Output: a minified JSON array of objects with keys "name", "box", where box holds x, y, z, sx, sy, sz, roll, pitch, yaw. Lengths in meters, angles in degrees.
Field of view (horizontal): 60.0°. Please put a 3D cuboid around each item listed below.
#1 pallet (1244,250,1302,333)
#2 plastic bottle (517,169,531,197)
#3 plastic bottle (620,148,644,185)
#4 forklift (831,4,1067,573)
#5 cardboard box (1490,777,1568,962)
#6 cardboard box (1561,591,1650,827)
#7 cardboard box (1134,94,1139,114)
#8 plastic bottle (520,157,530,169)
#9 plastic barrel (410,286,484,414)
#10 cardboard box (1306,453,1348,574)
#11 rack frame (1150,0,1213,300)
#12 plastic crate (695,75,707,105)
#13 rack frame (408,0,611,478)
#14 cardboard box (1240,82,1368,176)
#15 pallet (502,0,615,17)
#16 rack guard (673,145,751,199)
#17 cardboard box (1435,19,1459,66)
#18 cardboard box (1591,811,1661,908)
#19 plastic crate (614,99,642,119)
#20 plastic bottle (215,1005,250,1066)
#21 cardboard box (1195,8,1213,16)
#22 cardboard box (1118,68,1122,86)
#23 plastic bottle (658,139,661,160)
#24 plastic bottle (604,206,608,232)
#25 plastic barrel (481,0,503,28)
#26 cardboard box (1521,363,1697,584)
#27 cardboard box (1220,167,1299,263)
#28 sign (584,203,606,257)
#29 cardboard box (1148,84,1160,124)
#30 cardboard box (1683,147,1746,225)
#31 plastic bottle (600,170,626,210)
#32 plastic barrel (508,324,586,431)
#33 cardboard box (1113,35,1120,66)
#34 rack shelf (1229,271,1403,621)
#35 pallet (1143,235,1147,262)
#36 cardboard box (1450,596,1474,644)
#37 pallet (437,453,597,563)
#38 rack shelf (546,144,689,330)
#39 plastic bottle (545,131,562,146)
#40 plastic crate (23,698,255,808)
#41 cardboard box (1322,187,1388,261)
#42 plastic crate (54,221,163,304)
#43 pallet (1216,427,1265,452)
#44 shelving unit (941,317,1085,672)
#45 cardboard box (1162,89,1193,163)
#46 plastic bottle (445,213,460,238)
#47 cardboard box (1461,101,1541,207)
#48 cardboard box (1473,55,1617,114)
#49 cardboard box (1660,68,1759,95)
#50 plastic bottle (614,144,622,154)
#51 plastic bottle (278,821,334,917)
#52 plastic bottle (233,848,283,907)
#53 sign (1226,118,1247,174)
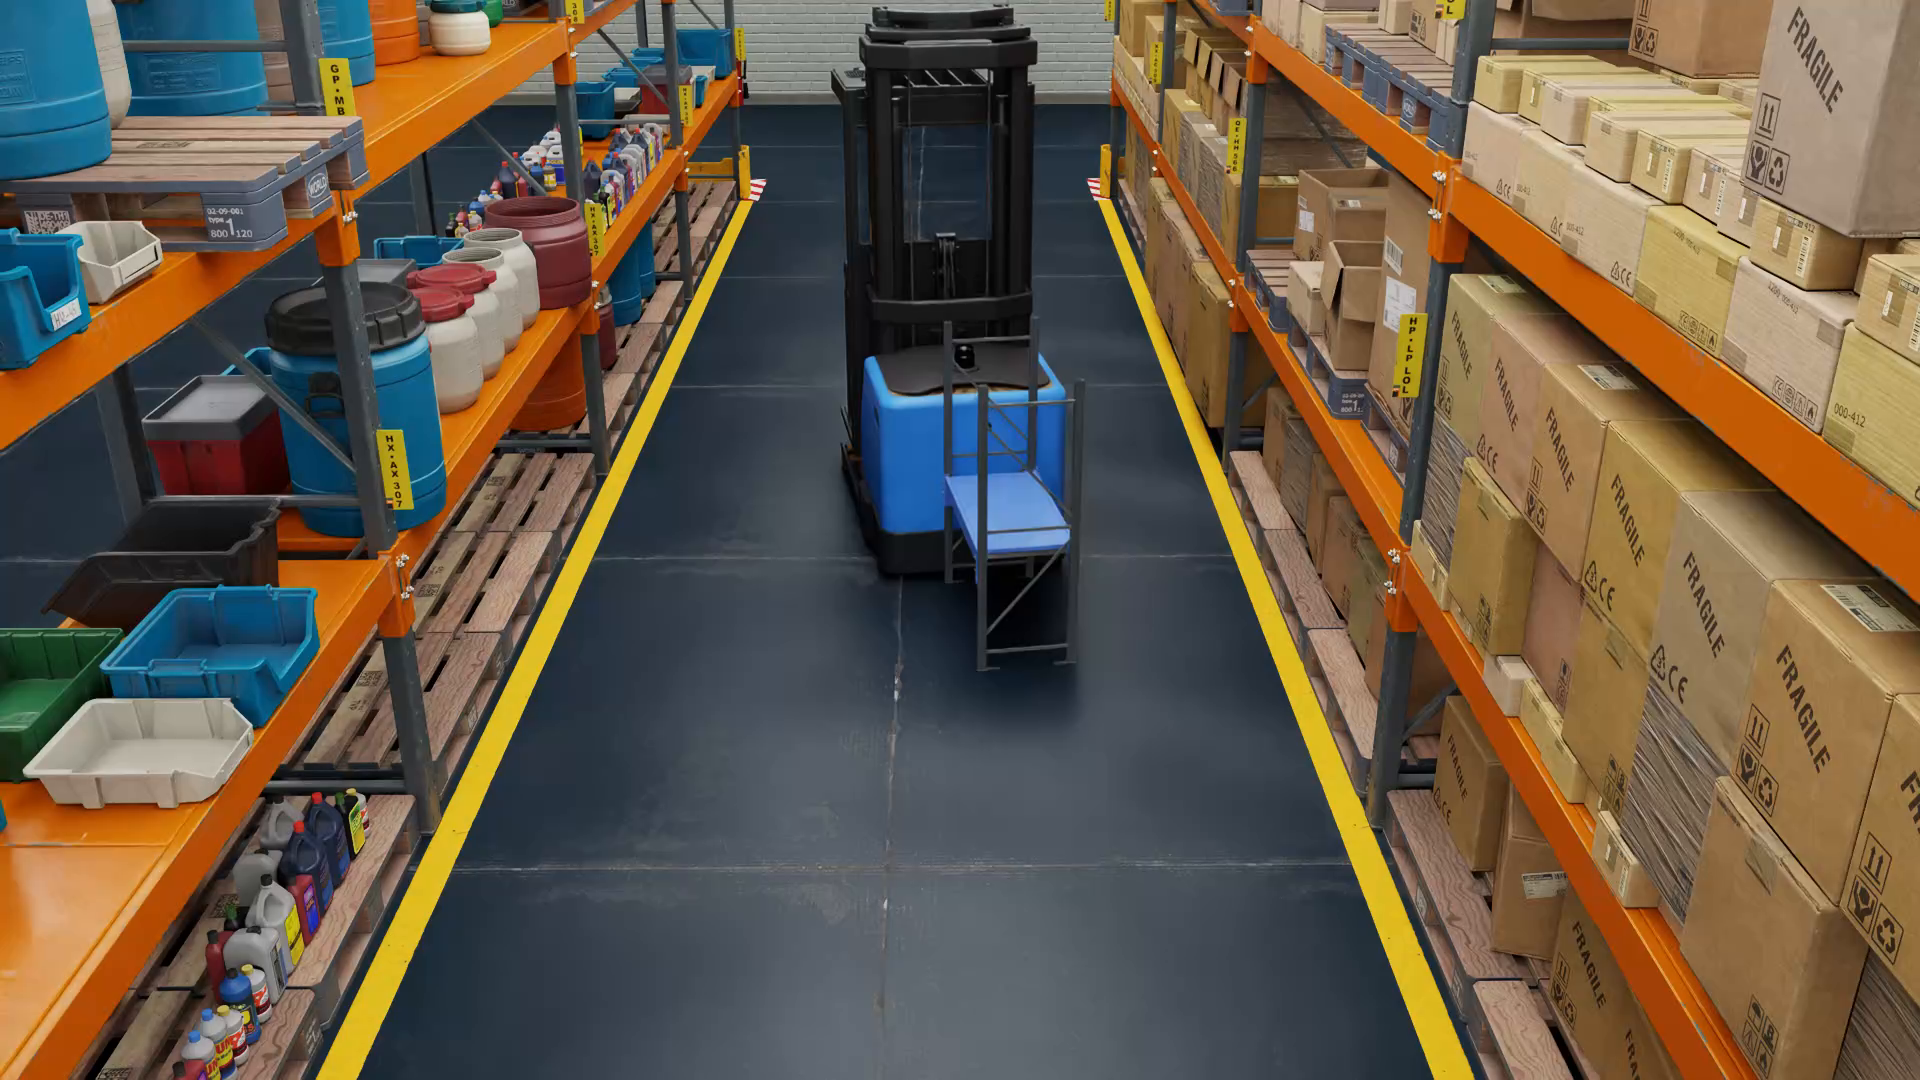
[{"name":"pallet","box":[2.310,-1.434,9.513,1.213,0.211,1.003,0,24,-1]},{"name":"plastic bottle","box":[-3.058,-2.451,11.672,0.061,0.283,0.133,0,24,-1]},{"name":"plastic bottle","box":[-2.462,-2.809,12.471,0.152,0.276,0.135,0,24,-1]},{"name":"forklift","box":[-0.162,-1.729,10.017,1.130,2.935,3.031,-4,25,-9]},{"name":"cardboard box","box":[2.218,1.183,6.019,0.500,0.500,0.500,8,25,16]},{"name":"cardboard box","box":[2.223,0.457,4.618,0.875,0.500,0.500,0,24,-1]},{"name":"cardboard box","box":[1.807,-4.002,15.263,0.380,0.149,0.250,-1,24,-1]},{"name":"plastic bottle","box":[-3.190,-2.664,12.157,0.097,0.271,0.097,0,24,0]},{"name":"plastic barrel","box":[-2.512,-0.903,7.942,0.433,0.535,0.433,0,24,0]},{"name":"cardboard box","box":[2.255,-0.138,8.914,0.700,0.500,0.500,2,24,4]},{"name":"rack frame","box":[2.152,-3.462,13.766,1.000,3.000,0.127,0,24,-1]},{"name":"plastic crate","box":[-2.565,-4.194,15.514,0.416,0.233,0.300,0,24,-1]},{"name":"rack frame","box":[-2.757,-1.792,10.072,1.000,3.000,0.127,0,24,-1]},{"name":"cardboard box","box":[2.204,-2.618,10.560,0.797,0.503,0.637,1,24,1]},{"name":"pallet","box":[-2.667,-3.388,10.191,1.003,0.211,1.213,0,24,-1]},{"name":"rack guard","box":[-2.857,-3.959,17.898,1.175,0.500,0.348,0,24,-1]},{"name":"cardboard box","box":[2.129,-2.050,6.655,0.396,0.266,0.258,1,24,1]},{"name":"cardboard box","box":[1.952,0.863,4.508,0.380,0.149,0.250,0,24,-1]},{"name":"plastic crate","box":[-3.081,-3.802,14.778,0.437,0.125,0.590,0,24,-1]},{"name":"plastic bottle","box":[-2.384,1.607,5.418,0.097,0.201,0.097,0,24,0]},{"name":"cardboard box","box":[2.395,-4.487,14.942,0.500,0.500,0.500,-1,24,-2]},{"name":"cardboard box","box":[1.790,-4.637,16.668,0.380,0.149,0.250,-1,24,-2]},{"name":"plastic bottle","box":[-2.444,-3.141,13.296,0.097,0.201,0.097,0,24,0]},{"name":"plastic bottle","box":[-2.419,-2.175,11.160,0.097,0.201,0.097,0,24,0]},{"name":"plastic barrel","box":[-2.703,-2.986,9.262,0.294,0.245,0.294,0,24,0]},{"name":"cardboard box","box":[2.002,-0.204,4.865,0.500,0.500,0.500,0,24,-1]},{"name":"cardboard box","box":[1.943,-2.062,10.548,0.500,0.500,0.500,0,24,1]},{"name":"sign","box":[-2.207,-1.872,10.050,0.100,0.325,0.005,0,24,-1]},{"name":"cardboard box","box":[1.885,-3.710,14.135,0.500,0.250,0.500,-1,24,-2]},{"name":"cardboard box","box":[2.024,-0.868,4.086,0.380,0.149,0.250,0,24,1]},{"name":"plastic bottle","box":[-2.453,-2.487,11.759,0.152,0.276,0.135,0,24,-1]},{"name":"plastic barrel","box":[-2.779,-1.196,10.878,0.600,0.830,0.708,0,24,-1]},{"name":"cardboard box","box":[1.844,-4.979,16.940,0.500,0.250,0.500,-1,24,-2]},{"name":"rack shelf","box":[2.218,-0.662,8.447,1.077,0.370,4.000,0,24,-1]},{"name":"pallet","box":[2.222,-2.506,15.034,1.003,0.211,1.213,0,24,-1]},{"name":"cardboard box","box":[1.961,0.244,5.874,0.380,0.149,0.250,0,24,-1]},{"name":"pallet","box":[-2.787,-0.202,9.941,1.003,0.211,1.213,0,24,-1]},{"name":"rack shelf","box":[-2.779,-2.288,12.043,1.077,0.370,4.000,0,24,-1]},{"name":"plastic bottle","box":[-3.172,-3.040,12.983,0.152,0.276,0.135,0,24,-1]},{"name":"plastic crate","box":[-2.442,0.644,5.005,0.530,0.136,0.437,0,24,-1]},{"name":"cardboard box","box":[2.348,-1.599,9.015,0.700,0.500,0.500,3,25,7]},{"name":"plastic crate","box":[-2.291,-0.731,4.406,0.243,0.136,0.396,0,24,-1]},{"name":"pallet","box":[2.263,-0.869,11.415,1.003,0.211,1.213,0,24,-1]},{"name":"shelving unit","box":[0.248,-0.253,8.490,0.538,1.500,1.048,-4,25,-9]},{"name":"cardboard box","box":[1.907,-3.317,13.324,0.500,0.500,0.500,0,24,0]},{"name":"plastic bottle","box":[-3.188,-1.904,10.460,0.061,0.283,0.133,0,24,-1]},{"name":"cardboard box","box":[1.988,-1.278,5.477,0.500,0.250,0.500,-1,24,-3]},{"name":"cardboard box","box":[1.935,-1.511,5.508,0.380,0.149,0.250,-1,24,-2]},{"name":"cardboard box","box":[2.444,-1.403,5.270,0.380,0.149,0.250,0,24,0]},{"name":"plastic bottle","box":[-2.588,-2.854,12.577,0.097,0.271,0.097,0,24,0]},{"name":"plastic bottle","box":[-2.416,1.206,6.124,0.144,0.351,0.185,-1,24,-3]},{"name":"plastic bottle","box":[-2.564,1.251,6.115,0.152,0.276,0.135,0,24,-1]},{"name":"sign","box":[1.641,-2.338,9.874,0.100,0.325,0.005,0,24,-1]}]
